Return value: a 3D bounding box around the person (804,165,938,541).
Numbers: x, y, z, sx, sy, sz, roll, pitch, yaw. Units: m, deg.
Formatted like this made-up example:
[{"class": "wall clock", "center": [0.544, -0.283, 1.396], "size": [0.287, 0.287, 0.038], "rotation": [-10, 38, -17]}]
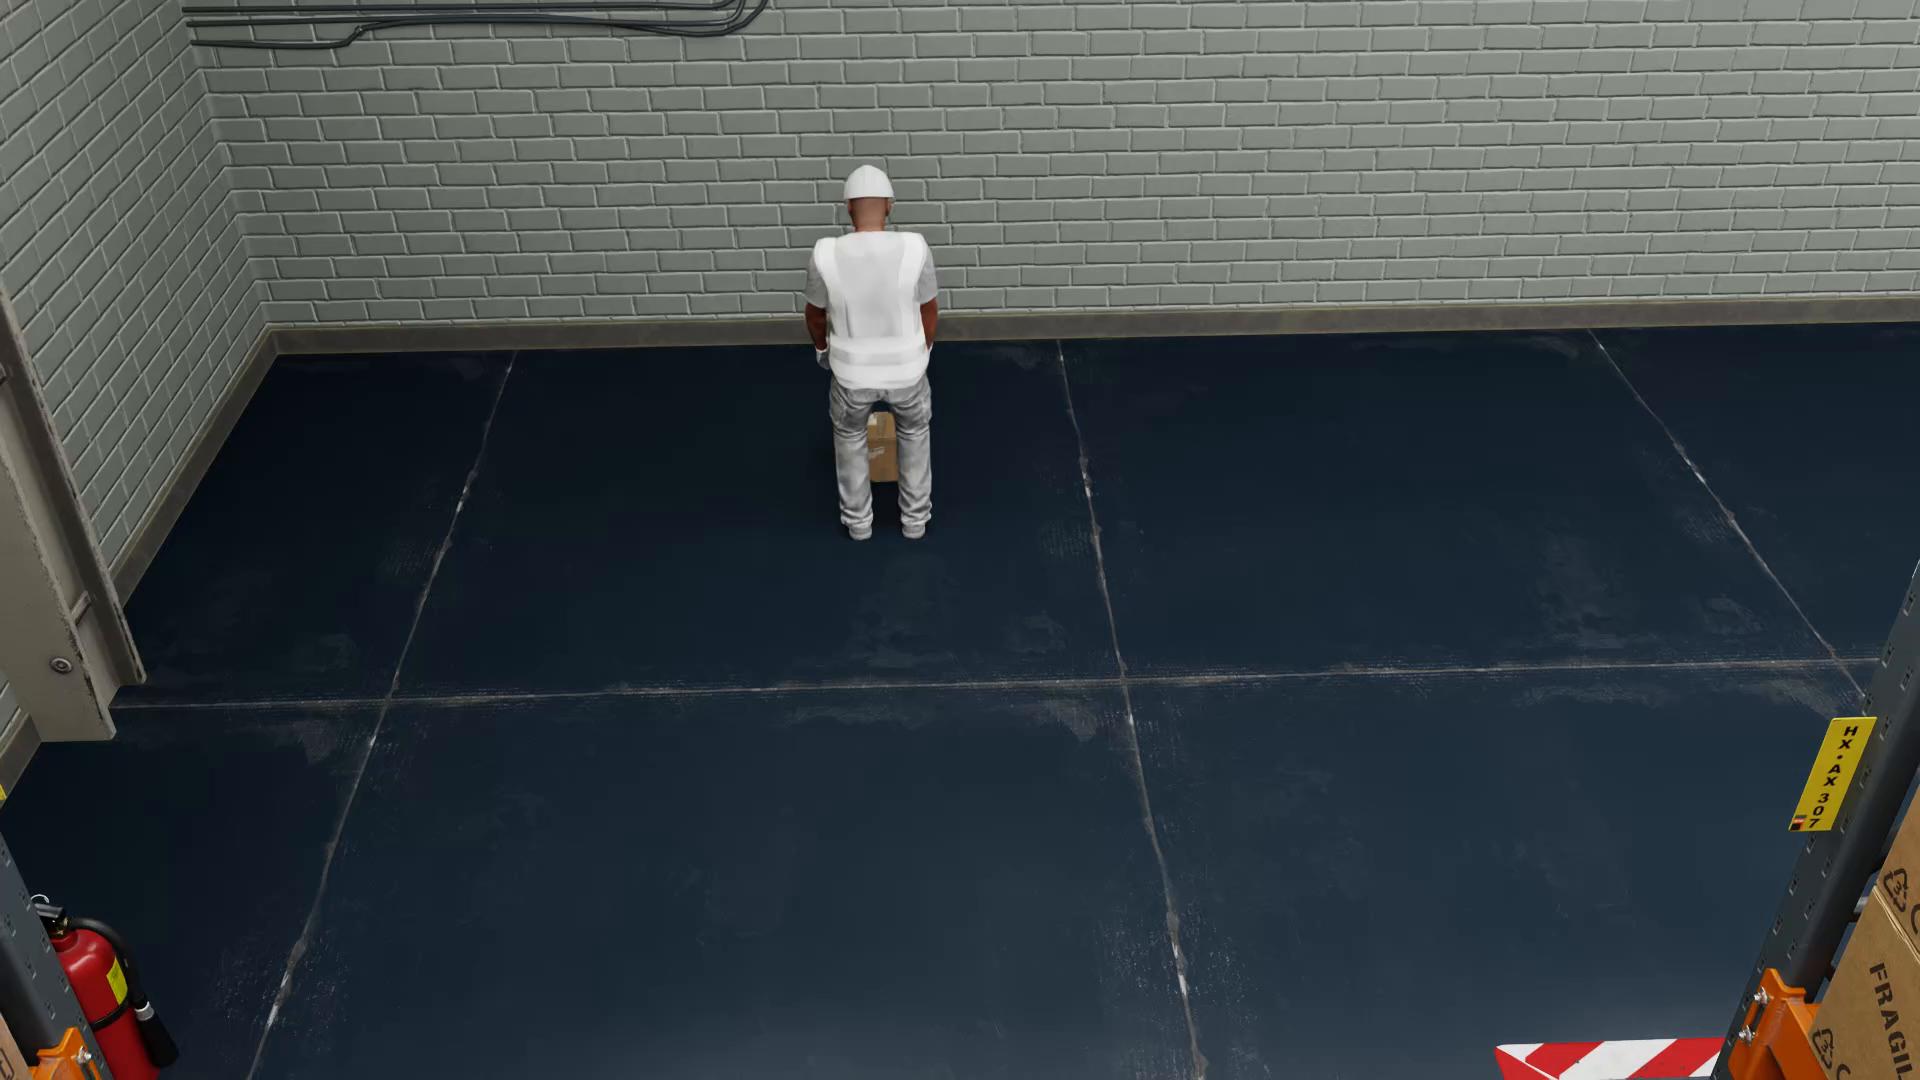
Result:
[{"class": "person", "center": [-0.381, -0.785, 7.308], "size": [0.576, 1.721, 0.477], "rotation": [-1, 35, -1]}]
